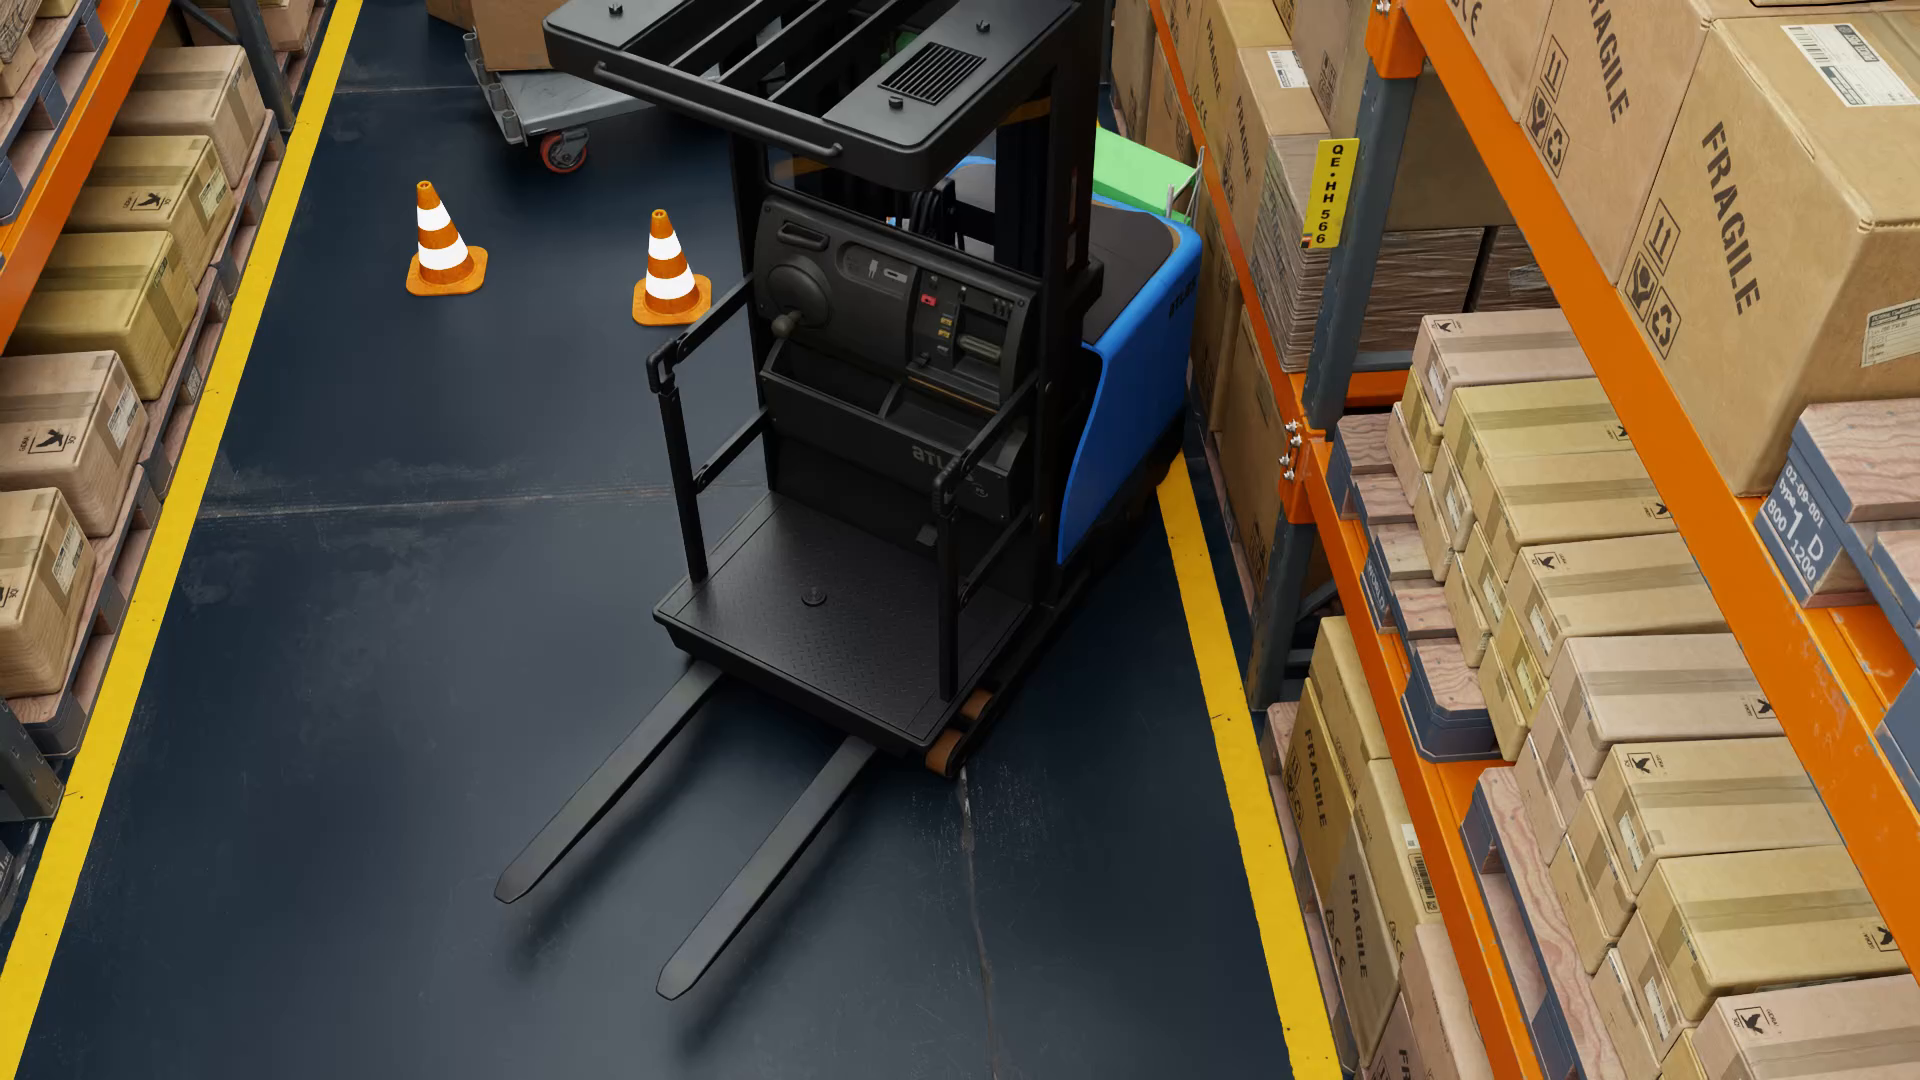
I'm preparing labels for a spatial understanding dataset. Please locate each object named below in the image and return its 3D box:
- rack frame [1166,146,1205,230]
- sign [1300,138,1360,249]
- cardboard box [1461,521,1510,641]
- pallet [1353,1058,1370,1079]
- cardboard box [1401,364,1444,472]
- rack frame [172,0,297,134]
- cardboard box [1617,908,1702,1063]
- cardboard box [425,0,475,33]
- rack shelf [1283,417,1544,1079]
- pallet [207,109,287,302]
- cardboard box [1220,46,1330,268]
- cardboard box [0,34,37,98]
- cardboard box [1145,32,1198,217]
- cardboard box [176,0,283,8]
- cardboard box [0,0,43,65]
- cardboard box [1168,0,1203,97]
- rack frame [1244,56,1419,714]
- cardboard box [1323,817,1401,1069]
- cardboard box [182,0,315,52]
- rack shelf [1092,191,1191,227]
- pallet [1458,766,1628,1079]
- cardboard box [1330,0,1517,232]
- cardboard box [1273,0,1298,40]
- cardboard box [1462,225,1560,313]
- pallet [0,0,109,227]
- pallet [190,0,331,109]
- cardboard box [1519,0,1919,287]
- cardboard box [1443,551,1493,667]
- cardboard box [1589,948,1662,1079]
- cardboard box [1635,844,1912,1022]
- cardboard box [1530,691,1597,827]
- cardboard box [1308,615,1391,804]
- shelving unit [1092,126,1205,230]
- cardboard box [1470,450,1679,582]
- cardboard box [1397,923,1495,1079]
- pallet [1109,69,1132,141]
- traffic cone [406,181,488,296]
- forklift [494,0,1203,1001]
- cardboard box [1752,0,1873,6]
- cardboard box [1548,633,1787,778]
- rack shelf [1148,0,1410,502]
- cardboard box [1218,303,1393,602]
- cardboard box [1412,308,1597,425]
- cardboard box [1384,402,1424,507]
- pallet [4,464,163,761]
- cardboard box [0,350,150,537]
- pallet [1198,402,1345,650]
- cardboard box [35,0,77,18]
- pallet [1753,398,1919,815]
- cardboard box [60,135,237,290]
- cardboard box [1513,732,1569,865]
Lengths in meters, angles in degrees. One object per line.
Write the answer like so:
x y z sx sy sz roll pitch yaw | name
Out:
0.810 -0.973 6.324 0.015 1.200 0.240 29 61 19 | rack frame
0.935 -0.874 4.215 0.100 0.325 0.005 -3 47 -3 | sign
1.379 0.078 3.789 0.380 0.149 0.250 -5 47 -5 | cardboard box
1.651 1.893 4.312 1.003 0.211 1.213 -3 47 -3 | pallet
1.329 -0.311 4.157 0.380 0.149 0.250 -2 47 -2 | cardboard box
-3.771 -3.032 7.056 1.000 3.000 0.127 -3 47 -3 | rack frame
1.464 0.816 3.090 0.380 0.149 0.250 -2 47 -2 | cardboard box
-2.505 -3.032 8.775 0.500 0.500 0.500 27 52 23 | cardboard box
1.656 1.182 3.560 1.077 0.370 4.000 -3 47 -3 | rack shelf
-3.704 -1.510 7.535 1.003 0.211 1.213 -3 47 -3 | pallet
1.143 -1.217 5.268 0.500 0.500 0.500 -3 47 -3 | cardboard box
-3.365 -1.615 5.597 0.380 0.149 0.250 -2 47 -2 | cardboard box
1.372 -1.635 6.993 1.050 0.750 0.750 -3 47 -3 | cardboard box
-3.551 -2.932 8.049 0.500 0.500 0.500 -1 47 -1 | cardboard box
-3.379 -1.882 5.403 0.500 0.500 0.500 -5 47 -5 | cardboard box
1.054 -1.949 5.961 0.500 0.500 0.500 -3 47 -3 | cardboard box
1.488 -0.512 4.669 1.000 3.000 0.127 -3 47 -3 | rack frame
1.339 1.094 4.581 0.500 0.500 0.500 -3 47 -3 | cardboard box
-3.551 -2.674 8.322 0.500 0.250 0.500 -5 47 -5 | cardboard box
0.605 -1.184 6.259 0.480 0.148 0.258 29 61 19 | rack shelf
1.695 0.983 3.385 1.003 0.211 1.213 -3 47 -3 | pallet
1.461 -1.216 4.578 0.700 0.500 0.500 -4 47 -4 | cardboard box
1.372 -1.953 5.276 0.700 0.500 0.500 -4 47 -4 | cardboard box
1.720 -0.888 4.956 0.500 0.500 0.500 -3 47 -3 | cardboard box
-3.642 -1.502 5.739 1.003 0.211 1.213 -3 47 -3 | pallet
-3.862 -2.557 8.526 1.003 0.211 1.213 -3 47 -3 | pallet
1.320 -0.787 2.795 0.500 0.500 0.500 -3 47 -3 | cardboard box
1.370 0.155 3.921 0.380 0.149 0.250 -1 47 -1 | cardboard box
1.458 0.913 3.203 0.380 0.149 0.250 -5 47 -5 | cardboard box
1.463 0.703 2.992 0.380 0.149 0.250 -4 47 -4 | cardboard box
1.420 0.441 3.445 0.380 0.149 0.250 -3 47 -3 | cardboard box
1.305 0.459 4.666 0.500 0.250 0.500 -5 47 -5 | cardboard box
0.609 -1.085 6.405 0.503 1.200 0.258 29 61 19 | shelving unit
1.375 -0.057 3.712 0.380 0.149 0.250 -4 47 -4 | cardboard box
1.376 1.184 3.978 0.500 0.250 0.500 -3 47 -3 | cardboard box
1.293 -1.894 7.898 1.003 0.211 1.213 -3 47 -3 | pallet
-2.272 -1.348 7.208 0.336 0.463 0.334 -3 47 -3 | traffic cone
-0.324 -0.616 4.815 1.130 2.935 3.031 24 51 21 | forklift
1.351 -0.977 2.447 0.396 0.266 0.258 -3 47 -3 | cardboard box
1.421 0.331 3.345 0.380 0.149 0.250 -2 47 -1 | cardboard box
1.321 -1.712 6.301 1.077 0.370 4.000 -3 47 -3 | rack shelf
1.527 -0.329 5.756 1.050 0.750 0.750 -4 47 -4 | cardboard box
1.334 -0.426 4.061 0.380 0.149 0.250 -3 47 -3 | cardboard box
1.325 -0.234 4.290 0.380 0.149 0.250 -4 47 -4 | cardboard box
-3.500 0.255 5.863 1.003 0.211 1.213 -3 47 -3 | pallet
-3.543 -0.322 6.009 0.950 0.372 0.625 -4 47 -4 | cardboard box
1.497 -0.128 6.226 1.003 0.211 1.213 -3 47 -3 | pallet
-3.382 -1.996 5.958 0.380 0.149 0.250 -4 47 -3 | cardboard box
1.788 0.212 2.047 1.213 0.211 1.003 -3 47 -3 | pallet
-3.661 -1.374 7.006 0.950 0.372 0.625 -1 47 -1 | cardboard box
1.419 0.543 3.554 0.380 0.149 0.250 -2 47 -2 | cardboard box
